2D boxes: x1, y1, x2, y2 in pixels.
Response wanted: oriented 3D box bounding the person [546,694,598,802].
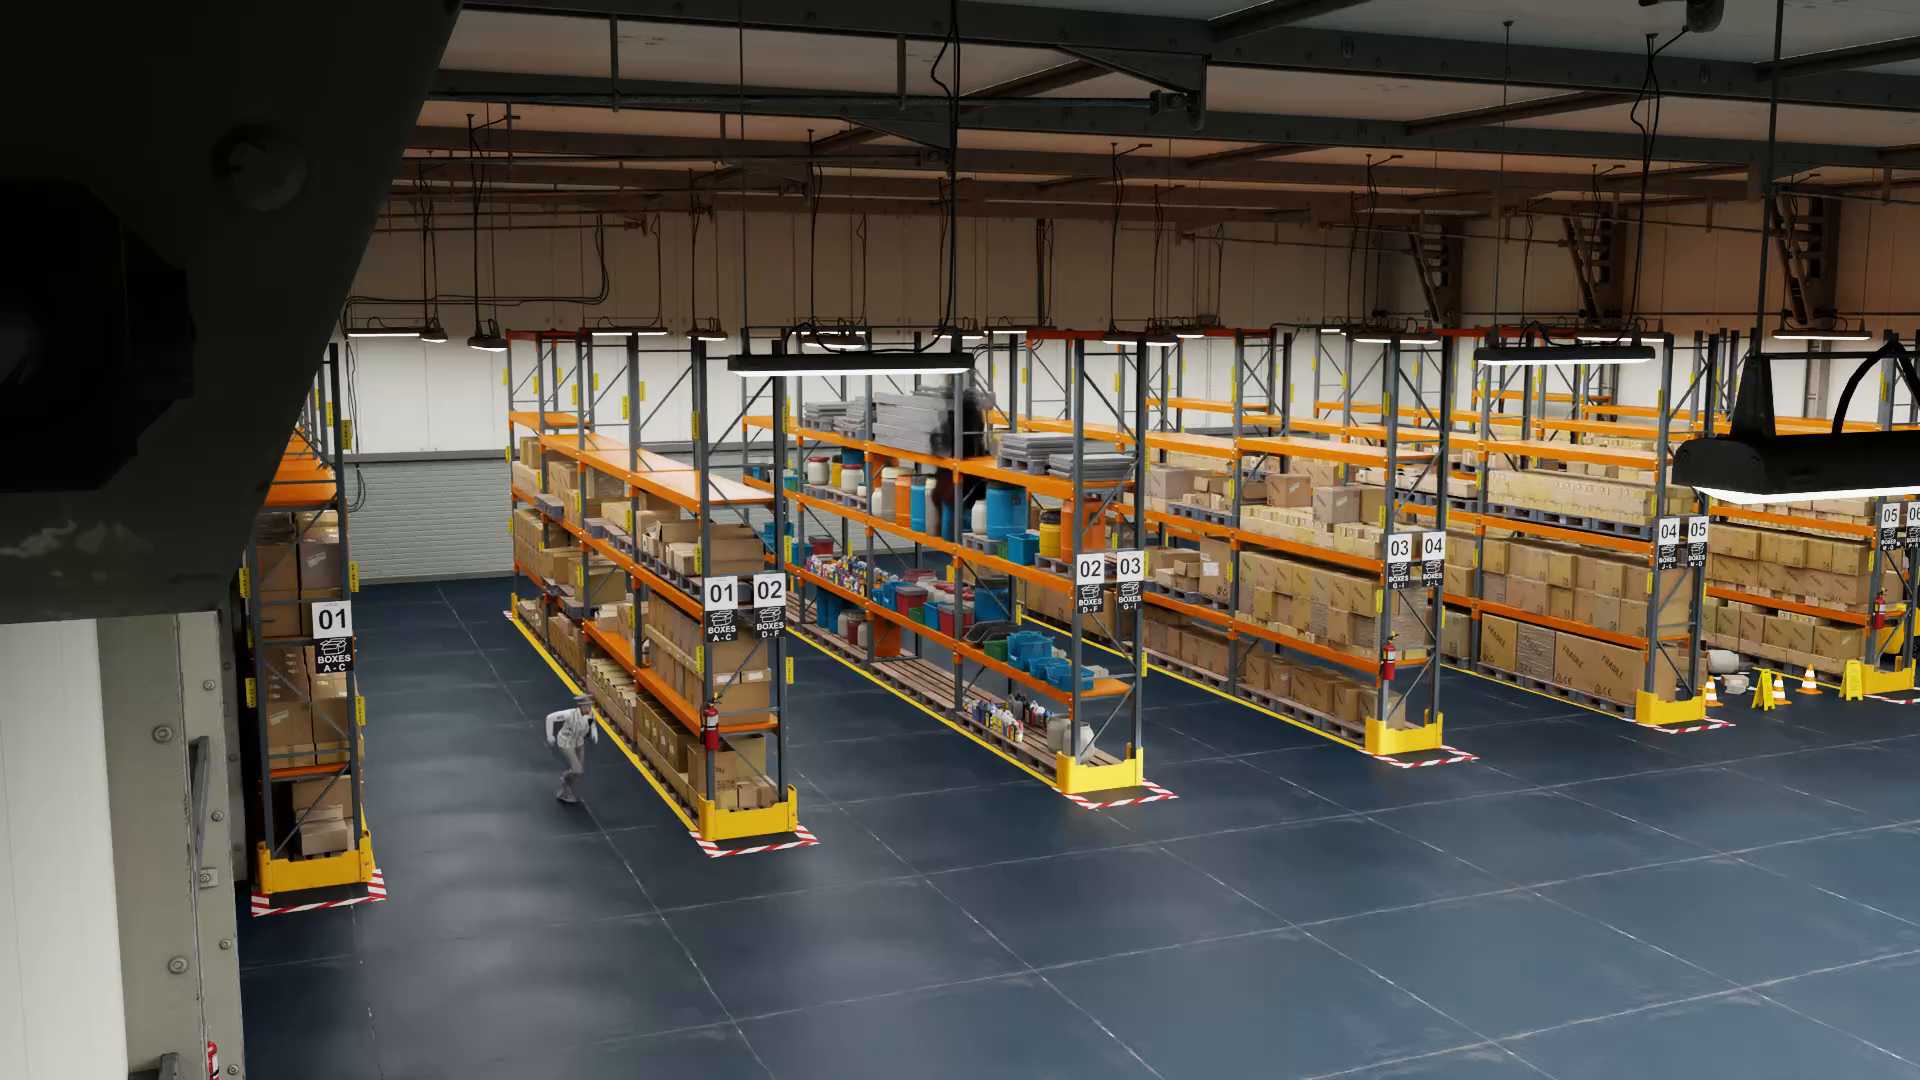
[{"bbox_3d":[-4.986,2.694,21.403,0.811,1.496,0.644,7,10,42],"label":"person"}]
